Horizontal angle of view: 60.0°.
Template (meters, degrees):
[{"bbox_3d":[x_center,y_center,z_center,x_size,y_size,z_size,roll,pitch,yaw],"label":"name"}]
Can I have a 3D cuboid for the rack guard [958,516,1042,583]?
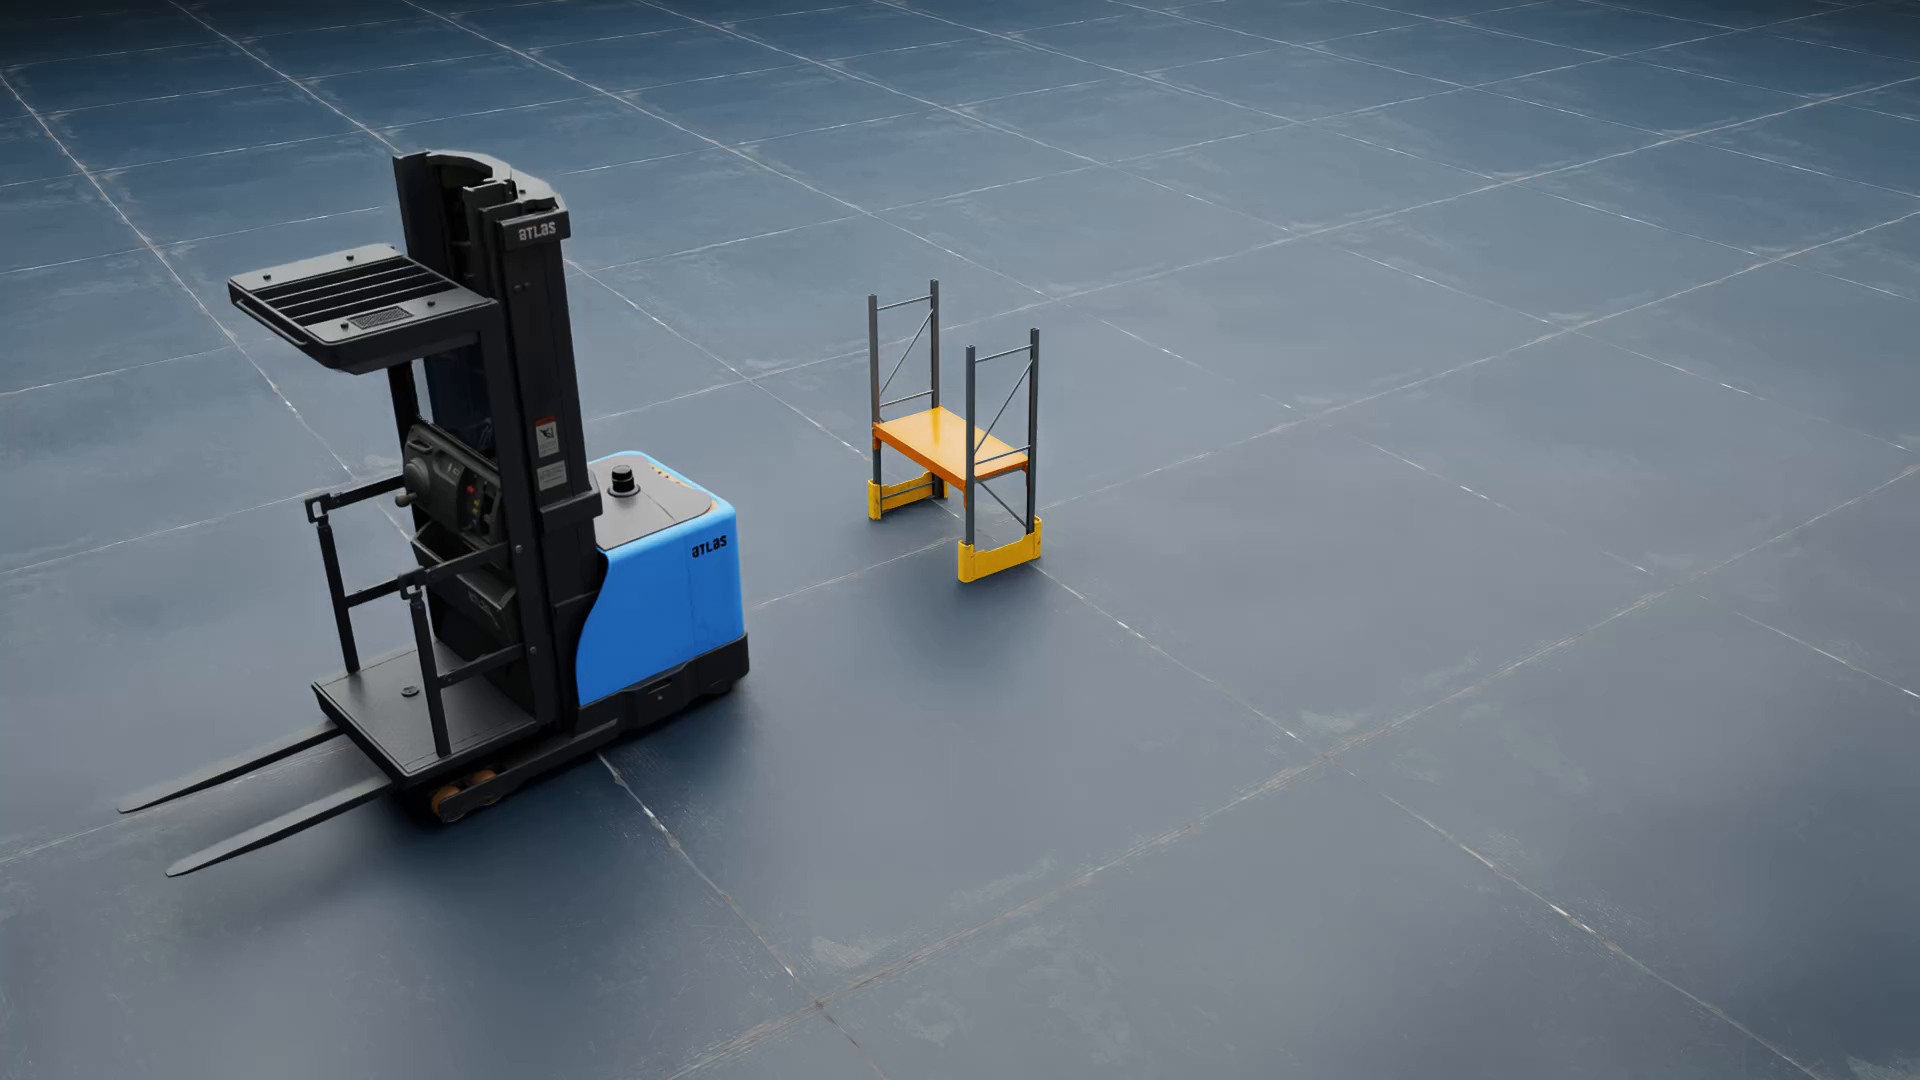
[{"bbox_3d":[0.245,0.054,10.115,0.587,0.250,0.087,-19,34,-31],"label":"rack guard"}]

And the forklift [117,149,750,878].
[{"bbox_3d":[-2.572,-0.217,7.805,3.031,2.935,1.130,-23,36,-36],"label":"forklift"}]

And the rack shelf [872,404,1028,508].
[{"bbox_3d":[-0.049,-0.534,10.266,0.538,0.185,1.000,-19,34,-31],"label":"rack shelf"}]

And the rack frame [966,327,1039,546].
[{"bbox_3d":[0.245,-0.495,9.816,0.500,1.500,0.032,-19,34,-31],"label":"rack frame"}]

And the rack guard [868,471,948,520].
[{"bbox_3d":[-0.333,-0.333,10.828,0.587,0.250,0.087,-19,34,-31],"label":"rack guard"}]

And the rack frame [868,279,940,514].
[{"bbox_3d":[-0.344,-0.890,10.544,0.500,1.500,0.032,-19,34,-31],"label":"rack frame"}]

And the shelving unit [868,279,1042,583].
[{"bbox_3d":[-0.044,-0.689,10.173,0.587,1.500,1.083,-19,34,-31],"label":"shelving unit"}]
